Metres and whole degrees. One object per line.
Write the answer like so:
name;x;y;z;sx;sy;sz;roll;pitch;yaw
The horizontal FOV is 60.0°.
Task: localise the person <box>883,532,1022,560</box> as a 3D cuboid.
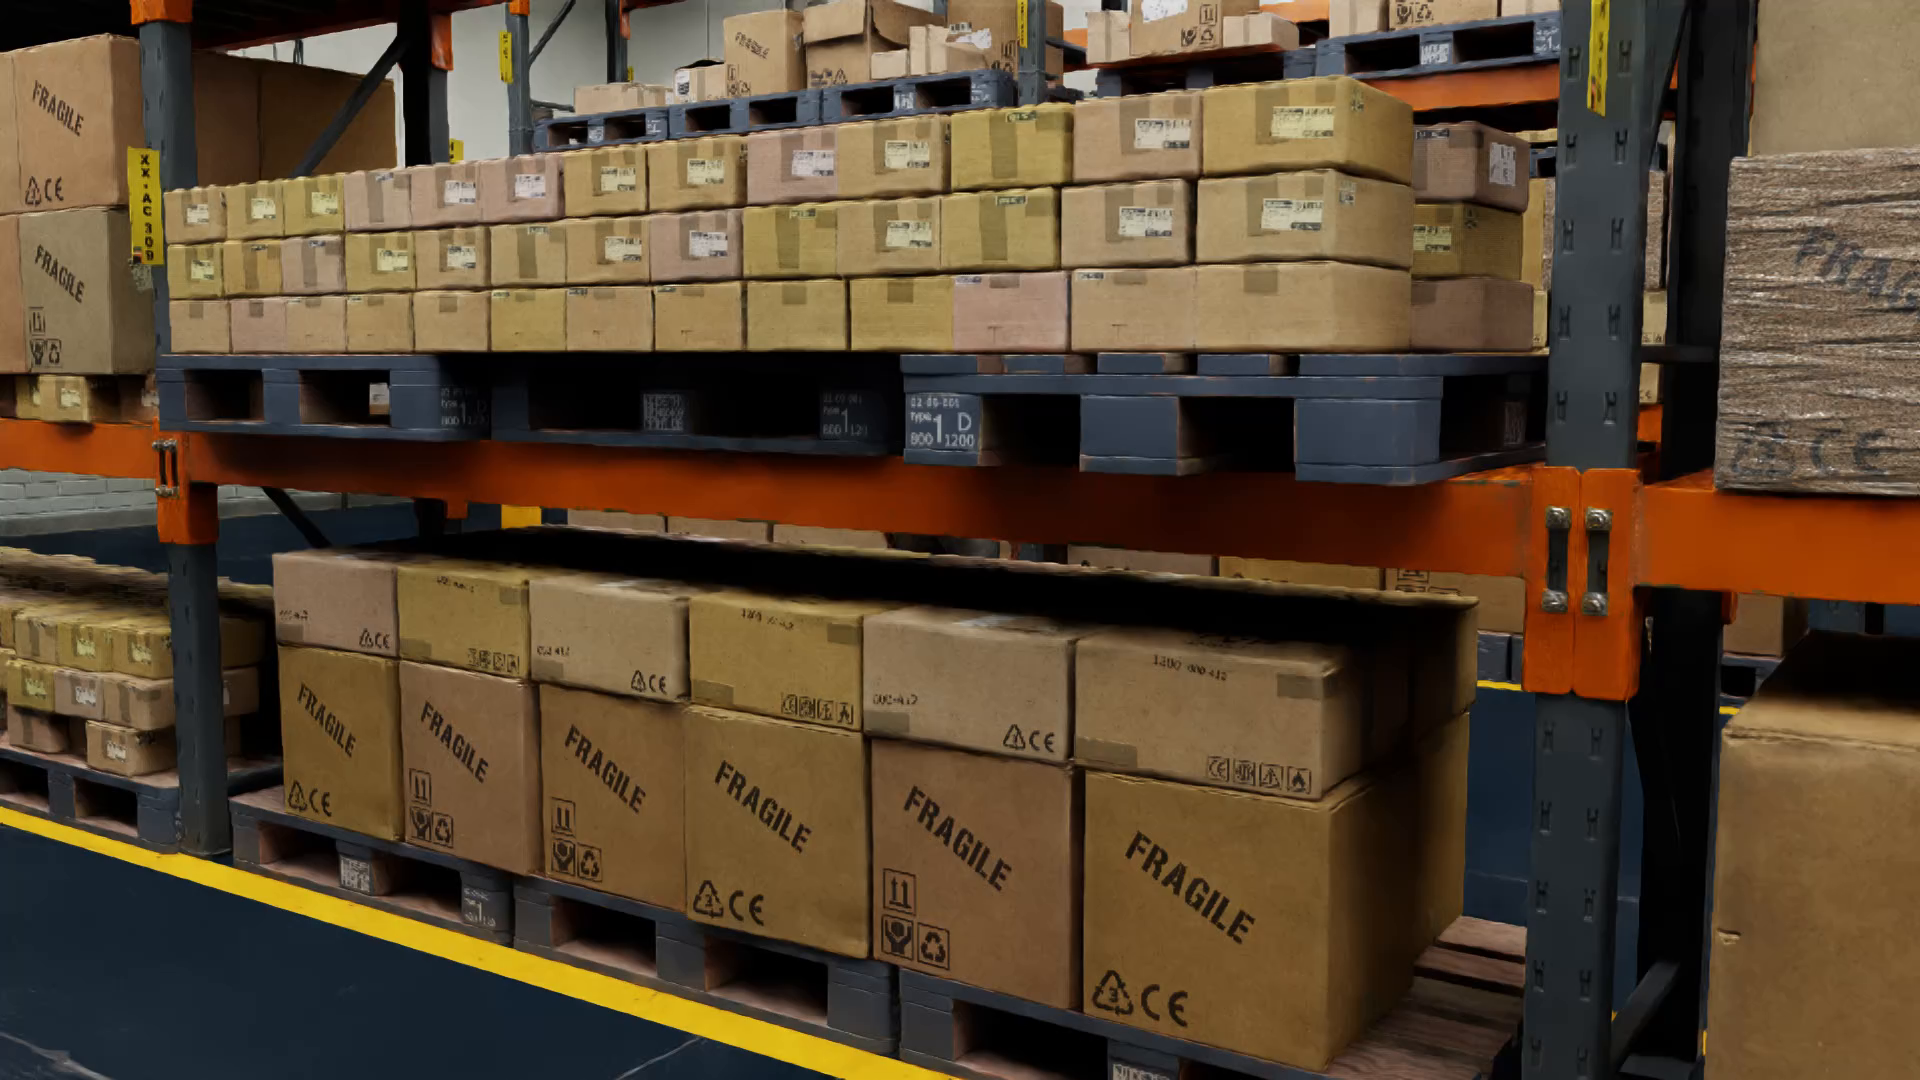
person;-0.013;-0.107;6.409;0.596;1.765;0.515;2;7;20
